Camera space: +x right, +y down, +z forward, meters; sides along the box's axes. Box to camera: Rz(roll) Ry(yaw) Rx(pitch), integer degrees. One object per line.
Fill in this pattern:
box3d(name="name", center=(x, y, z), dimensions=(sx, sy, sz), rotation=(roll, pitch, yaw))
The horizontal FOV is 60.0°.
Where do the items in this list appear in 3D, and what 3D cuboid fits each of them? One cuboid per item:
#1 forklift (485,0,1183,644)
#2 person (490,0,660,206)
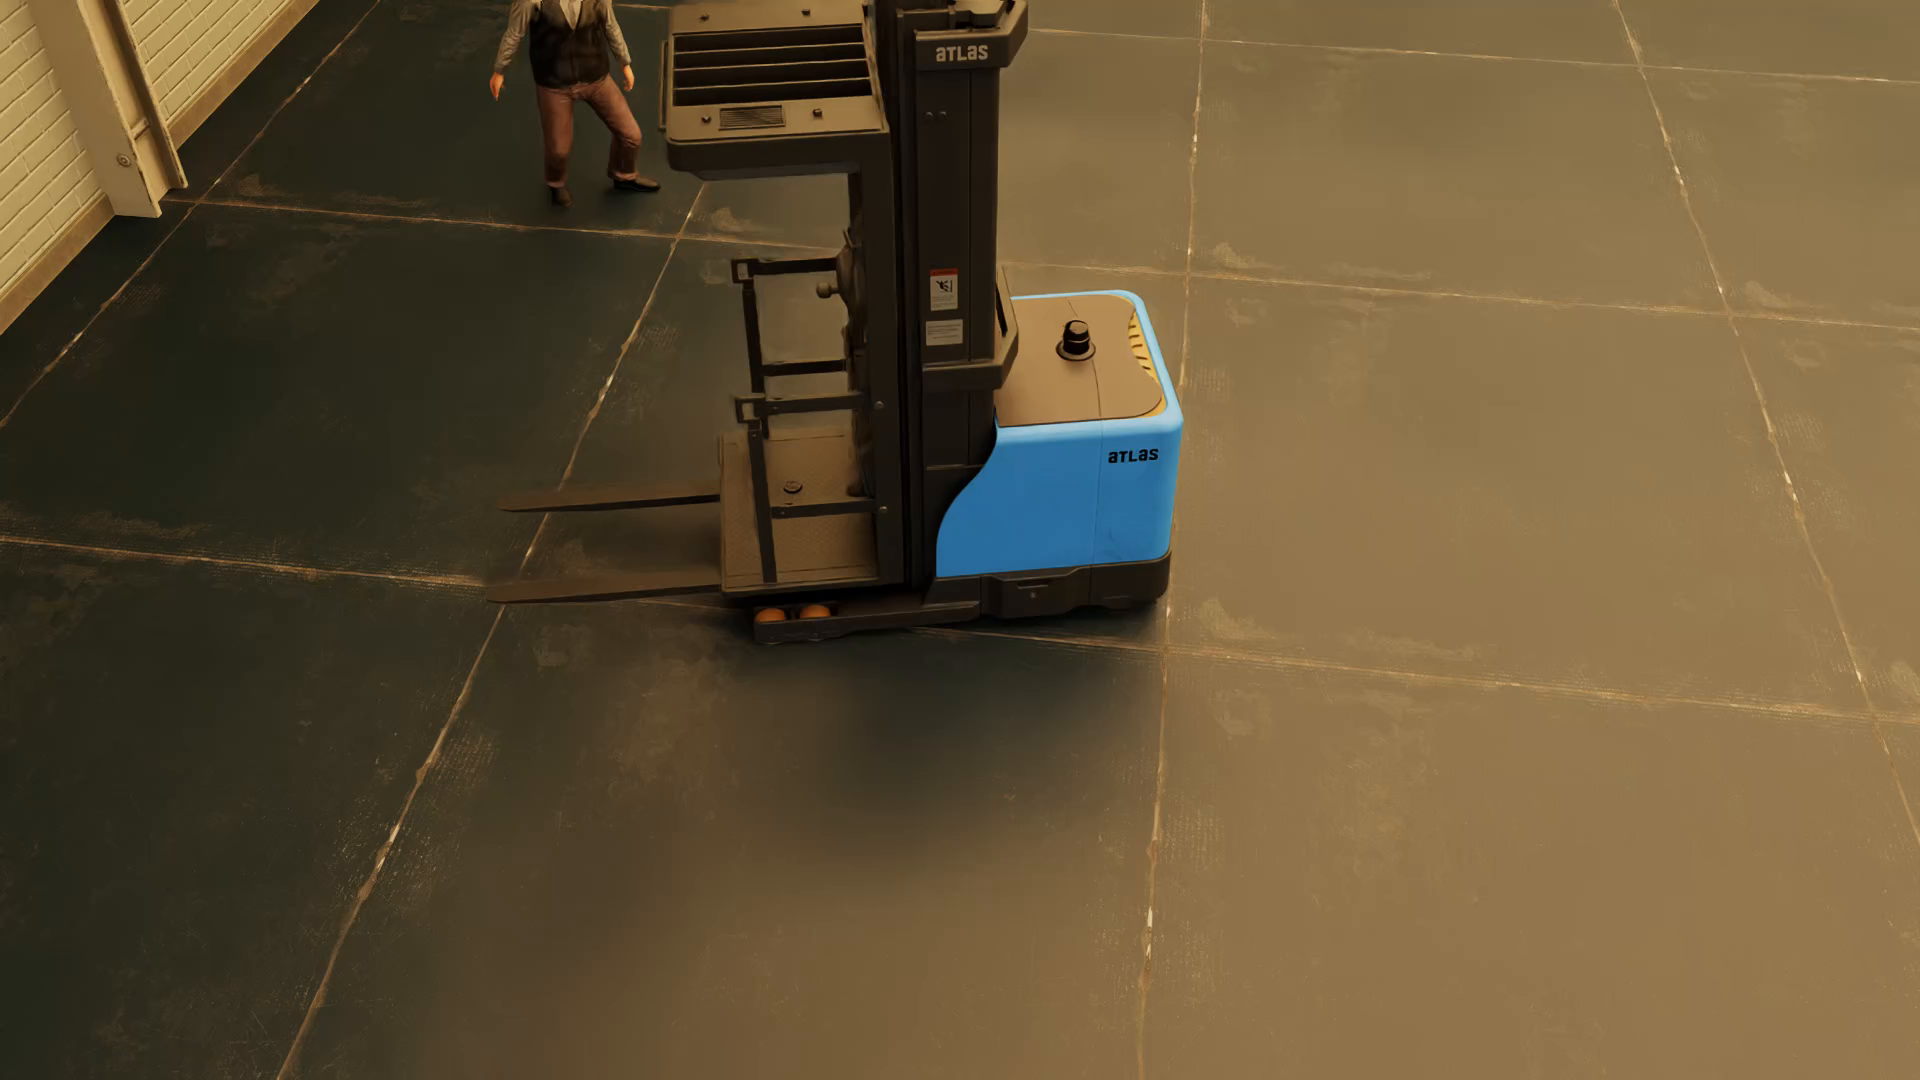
box3d(name="forklift", center=(-0.613, -0.995, 6.807), dimensions=(3.031, 2.935, 1.130), rotation=(-5, 43, -5))
box3d(name="person", center=(-2.274, -2.684, 9.626), dimensions=(0.873, 1.689, 0.483), rotation=(-17, 45, -18))
